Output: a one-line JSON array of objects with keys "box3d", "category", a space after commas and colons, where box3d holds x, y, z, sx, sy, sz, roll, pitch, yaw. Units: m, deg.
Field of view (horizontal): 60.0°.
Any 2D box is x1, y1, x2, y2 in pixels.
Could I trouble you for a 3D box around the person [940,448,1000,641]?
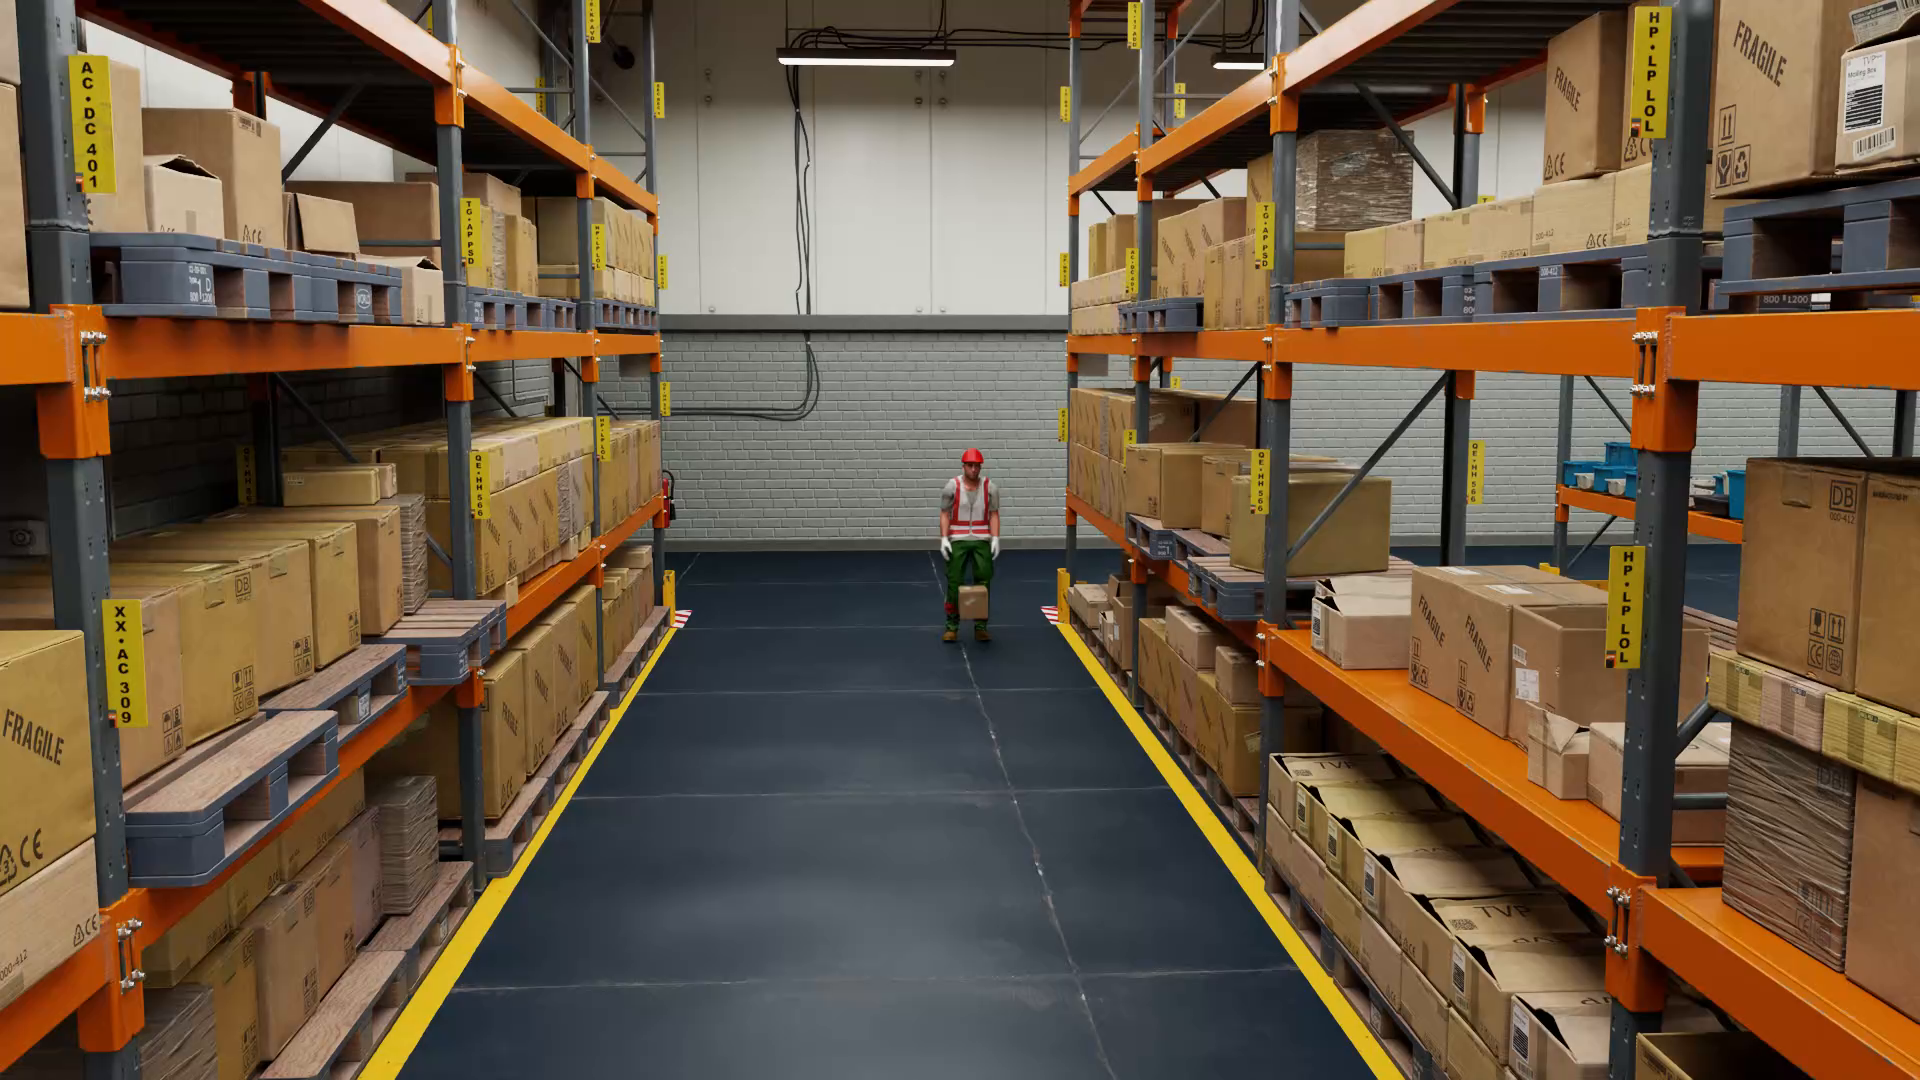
[{"box3d": [0.094, 0.039, 15.329, 0.558, 1.783, 0.427, -1, 7, -5], "category": "person"}]
